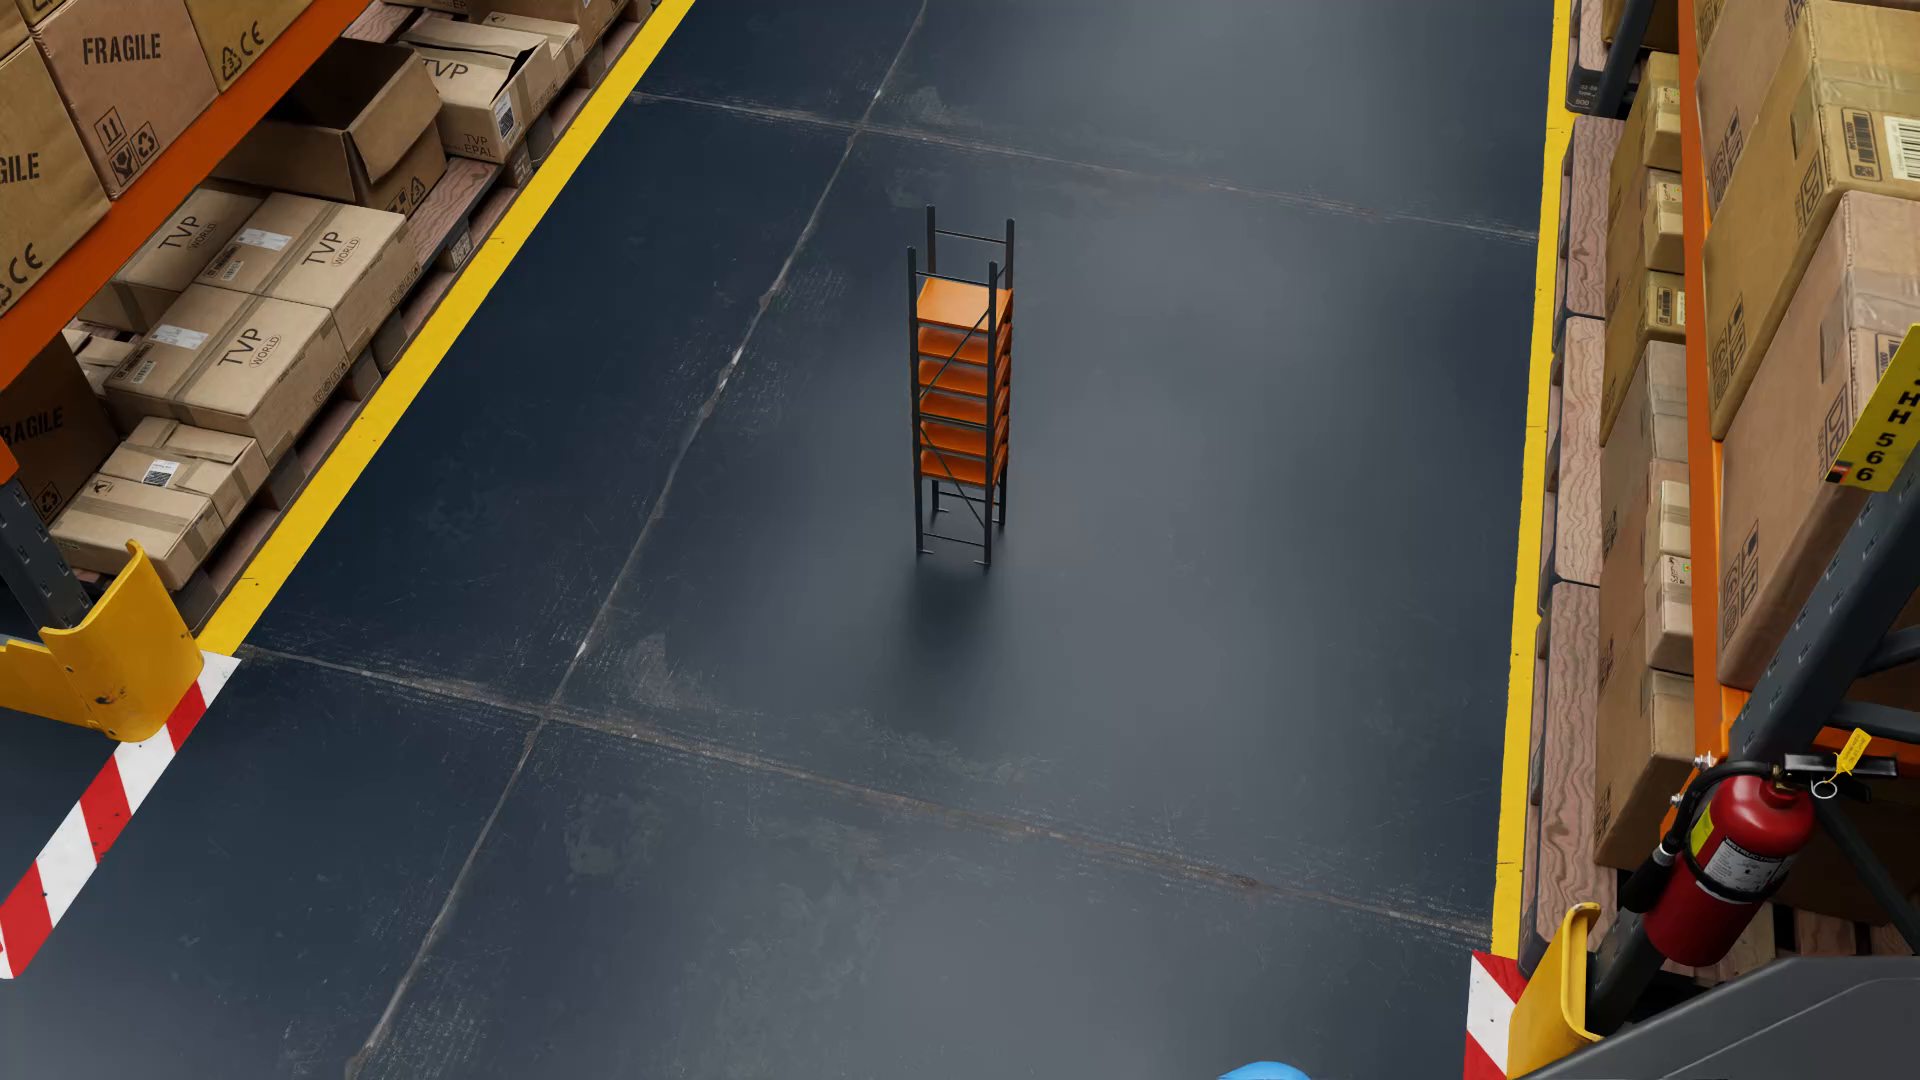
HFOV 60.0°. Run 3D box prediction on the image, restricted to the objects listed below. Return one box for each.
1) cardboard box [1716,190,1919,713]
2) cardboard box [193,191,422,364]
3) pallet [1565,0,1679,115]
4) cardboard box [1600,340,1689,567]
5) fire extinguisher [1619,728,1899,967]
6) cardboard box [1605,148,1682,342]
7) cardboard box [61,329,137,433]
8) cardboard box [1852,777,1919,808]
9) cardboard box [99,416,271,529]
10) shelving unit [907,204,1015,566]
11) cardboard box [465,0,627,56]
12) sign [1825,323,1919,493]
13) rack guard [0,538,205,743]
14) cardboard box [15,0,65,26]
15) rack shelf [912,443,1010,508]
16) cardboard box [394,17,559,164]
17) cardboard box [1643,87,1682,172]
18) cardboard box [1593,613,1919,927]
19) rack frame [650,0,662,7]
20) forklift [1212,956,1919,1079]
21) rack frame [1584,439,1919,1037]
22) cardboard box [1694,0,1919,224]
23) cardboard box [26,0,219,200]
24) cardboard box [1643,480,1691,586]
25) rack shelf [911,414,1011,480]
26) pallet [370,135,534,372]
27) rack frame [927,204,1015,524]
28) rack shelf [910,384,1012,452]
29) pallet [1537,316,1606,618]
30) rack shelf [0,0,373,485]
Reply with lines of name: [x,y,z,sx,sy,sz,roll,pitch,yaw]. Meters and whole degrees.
cardboard box: [2.054,-0.083,3.122,0.980,0.700,0.700,14,50,12]
cardboard box: [-2.171,-0.884,5.570,0.500,0.250,0.500,12,50,10]
pallet: [3.112,-2.156,7.012,1.003,0.211,1.213,12,50,10]
cardboard box: [2.280,-0.177,4.792,0.700,0.500,0.500,10,49,9]
fire extinguisher: [1.444,0.554,3.061,0.296,0.674,0.183,12,50,10]
cardboard box: [2.551,-0.934,5.461,0.700,0.500,0.500,11,50,10]
cardboard box: [-2.752,-0.513,5.298,0.380,0.166,0.250,12,50,10]
cardboard box: [2.177,0.465,3.794,0.380,0.149,0.250,12,50,10]
cardboard box: [-2.344,-0.212,5.032,0.380,0.166,0.250,12,50,10]
shelving unit: [0.004,-0.408,4.809,0.258,1.200,0.189,12,50,10]
cardboard box: [-1.675,-2.331,6.681,0.500,0.500,0.500,12,50,10]
sign: [1.409,-0.191,2.488,0.100,0.325,0.005,12,50,10]
rack guard: [-2.831,0.185,4.754,1.175,0.500,0.348,12,50,10]
cardboard box: [-2.350,-1.600,3.928,0.500,0.500,0.500,12,50,10]
rack shelf: [0.004,-0.219,5.023,0.258,0.103,0.180,12,50,10]
cardboard box: [-1.872,-1.726,6.273,0.500,0.311,0.500,12,50,10]
cardboard box: [2.420,-1.300,5.351,0.380,0.149,0.250,13,50,11]
cardboard box: [2.017,0.549,4.152,0.700,0.500,0.500,12,50,10]
rack frame: [-1.798,-3.481,6.322,1.000,3.000,0.127,12,50,10]
forklift: [0.739,1.826,1.684,1.130,2.935,3.031,-18,51,-15]
rack frame: [1.929,0.387,2.908,1.000,3.000,0.127,12,50,10]
cardboard box: [2.444,-1.161,4.074,0.980,0.700,0.700,9,49,8]
cardboard box: [-2.349,-1.264,4.298,0.500,0.500,0.500,11,50,10]
cardboard box: [1.941,0.021,4.185,0.380,0.149,0.250,13,50,11]
rack shelf: [0.004,-0.299,4.933,0.258,0.103,0.180,12,50,10]
pallet: [-2.299,-1.176,6.148,1.003,0.211,1.213,12,50,10]
rack frame: [0.028,-0.474,4.868,0.240,1.200,0.006,12,50,10]
rack shelf: [0.004,-0.378,4.843,0.258,0.103,0.180,12,50,10]
pallet: [2.387,-0.164,5.254,1.003,0.211,1.213,12,50,10]
rack shelf: [-2.325,-1.796,5.314,1.077,0.370,4.000,12,50,10]
